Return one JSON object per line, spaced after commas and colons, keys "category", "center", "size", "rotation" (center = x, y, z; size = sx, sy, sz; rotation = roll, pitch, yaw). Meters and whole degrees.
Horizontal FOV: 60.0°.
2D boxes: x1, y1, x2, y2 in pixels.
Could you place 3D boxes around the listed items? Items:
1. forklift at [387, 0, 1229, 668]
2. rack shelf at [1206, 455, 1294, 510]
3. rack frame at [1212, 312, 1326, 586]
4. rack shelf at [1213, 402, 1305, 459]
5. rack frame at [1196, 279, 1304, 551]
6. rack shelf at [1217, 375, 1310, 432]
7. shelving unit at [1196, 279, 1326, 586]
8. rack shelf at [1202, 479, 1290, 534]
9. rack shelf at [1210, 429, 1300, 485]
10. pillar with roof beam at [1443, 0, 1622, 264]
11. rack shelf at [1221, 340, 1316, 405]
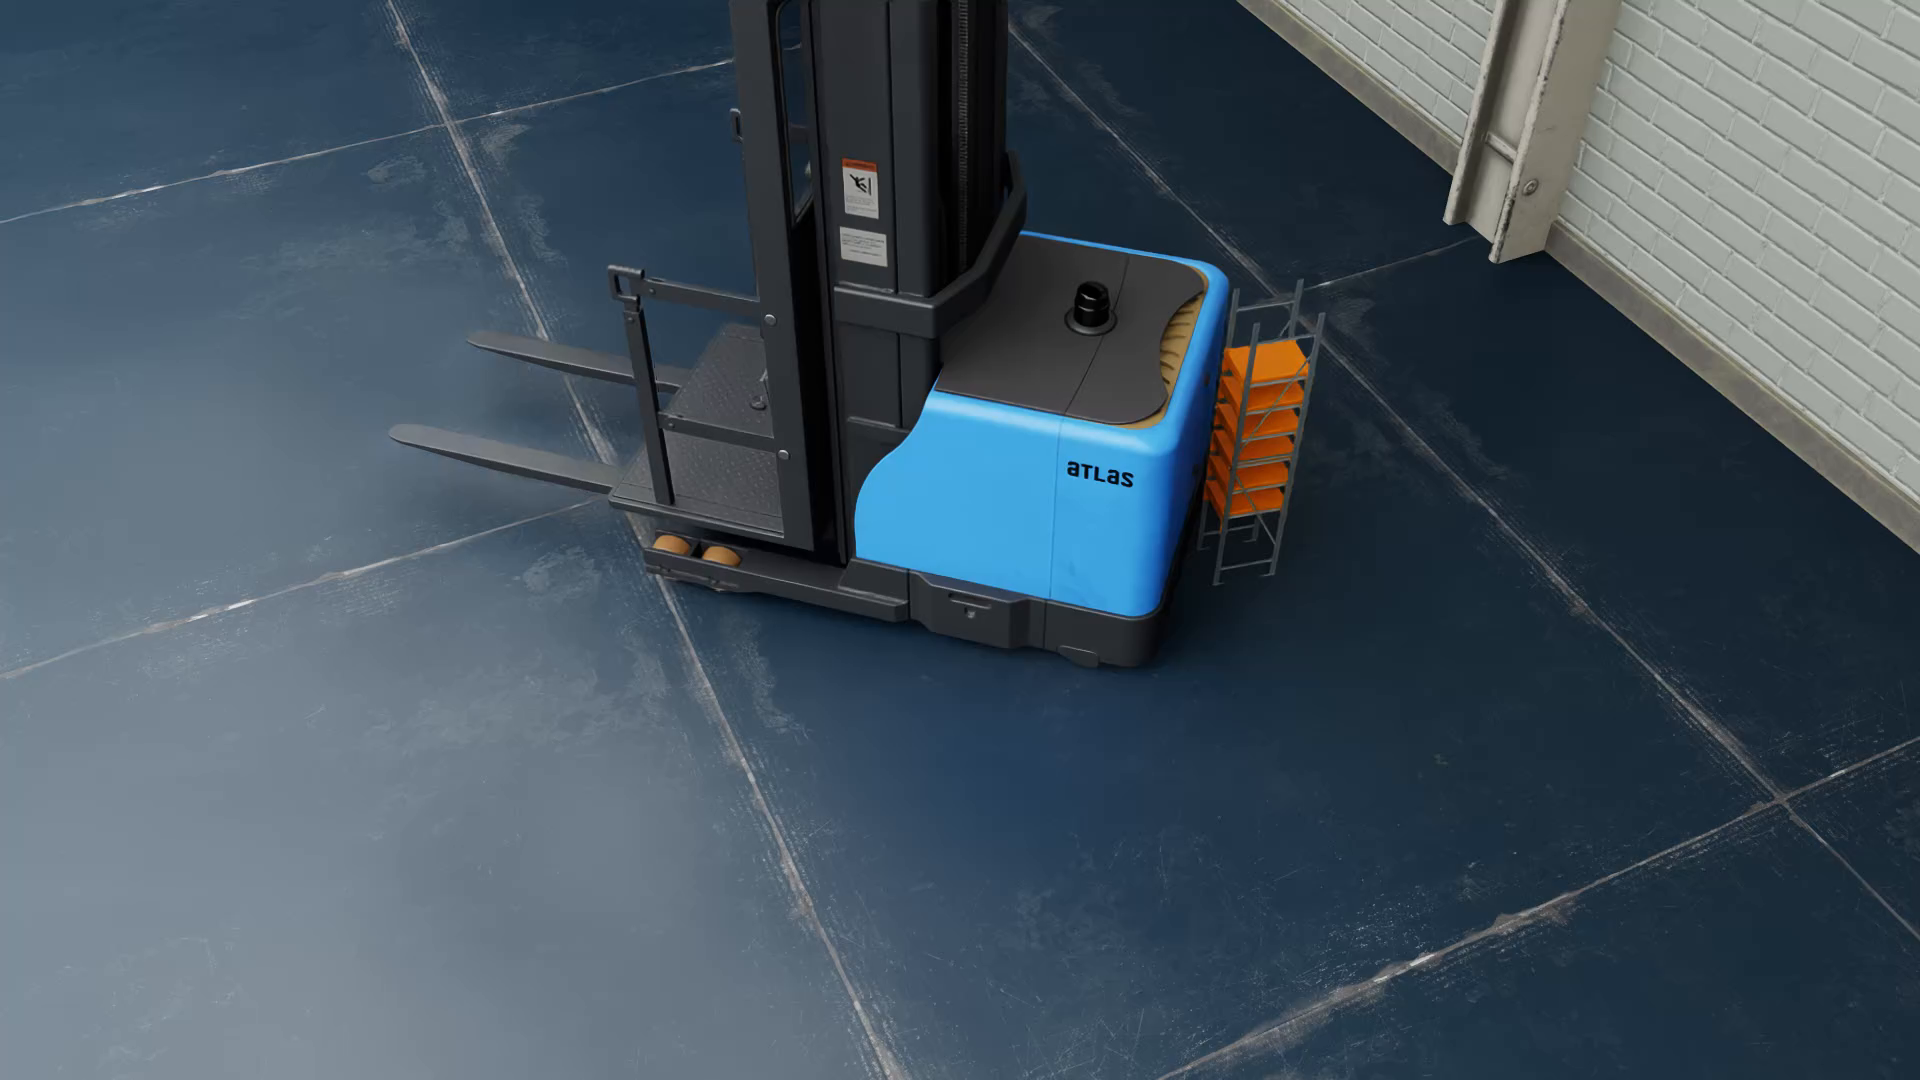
{"category": "forklift", "center": [-0.642, -1.200, 5.379], "size": [3.031, 2.935, 1.130], "rotation": [12, 46, 12]}
{"category": "rack shelf", "center": [1.019, -0.223, 5.855], "size": [0.258, 0.103, 0.180], "rotation": [-10, 46, -10]}
{"category": "rack frame", "center": [1.041, -0.276, 5.676], "size": [0.240, 1.200, 0.006], "rotation": [-10, 46, -10]}
{"category": "rack shelf", "center": [1.020, -0.393, 5.685], "size": [0.258, 0.103, 0.180], "rotation": [-10, 46, -10]}
{"category": "rack frame", "center": [0.998, -0.403, 5.801], "size": [0.240, 1.200, 0.006], "rotation": [-10, 46, -10]}
{"category": "rack shelf", "center": [1.020, -0.478, 5.600], "size": [0.258, 0.103, 0.180], "rotation": [-10, 46, -10]}
{"category": "shelving unit", "center": [1.019, -0.339, 5.738], "size": [0.258, 1.200, 0.189], "rotation": [-10, 46, -10]}
{"category": "rack shelf", "center": [1.019, -0.139, 5.940], "size": [0.258, 0.103, 0.180], "rotation": [-10, 46, -10]}
{"category": "rack shelf", "center": [1.019, -0.308, 5.770], "size": [0.258, 0.103, 0.180], "rotation": [-10, 46, -10]}
{"category": "pillar with roof beam", "center": [-1.431, -3.350, 3.238], "size": [9.100, 9.000, 0.400], "rotation": [-18, 47, -17]}
{"category": "rack shelf", "center": [1.020, -0.562, 5.515], "size": [0.258, 0.103, 0.180], "rotation": [-10, 46, -10]}
